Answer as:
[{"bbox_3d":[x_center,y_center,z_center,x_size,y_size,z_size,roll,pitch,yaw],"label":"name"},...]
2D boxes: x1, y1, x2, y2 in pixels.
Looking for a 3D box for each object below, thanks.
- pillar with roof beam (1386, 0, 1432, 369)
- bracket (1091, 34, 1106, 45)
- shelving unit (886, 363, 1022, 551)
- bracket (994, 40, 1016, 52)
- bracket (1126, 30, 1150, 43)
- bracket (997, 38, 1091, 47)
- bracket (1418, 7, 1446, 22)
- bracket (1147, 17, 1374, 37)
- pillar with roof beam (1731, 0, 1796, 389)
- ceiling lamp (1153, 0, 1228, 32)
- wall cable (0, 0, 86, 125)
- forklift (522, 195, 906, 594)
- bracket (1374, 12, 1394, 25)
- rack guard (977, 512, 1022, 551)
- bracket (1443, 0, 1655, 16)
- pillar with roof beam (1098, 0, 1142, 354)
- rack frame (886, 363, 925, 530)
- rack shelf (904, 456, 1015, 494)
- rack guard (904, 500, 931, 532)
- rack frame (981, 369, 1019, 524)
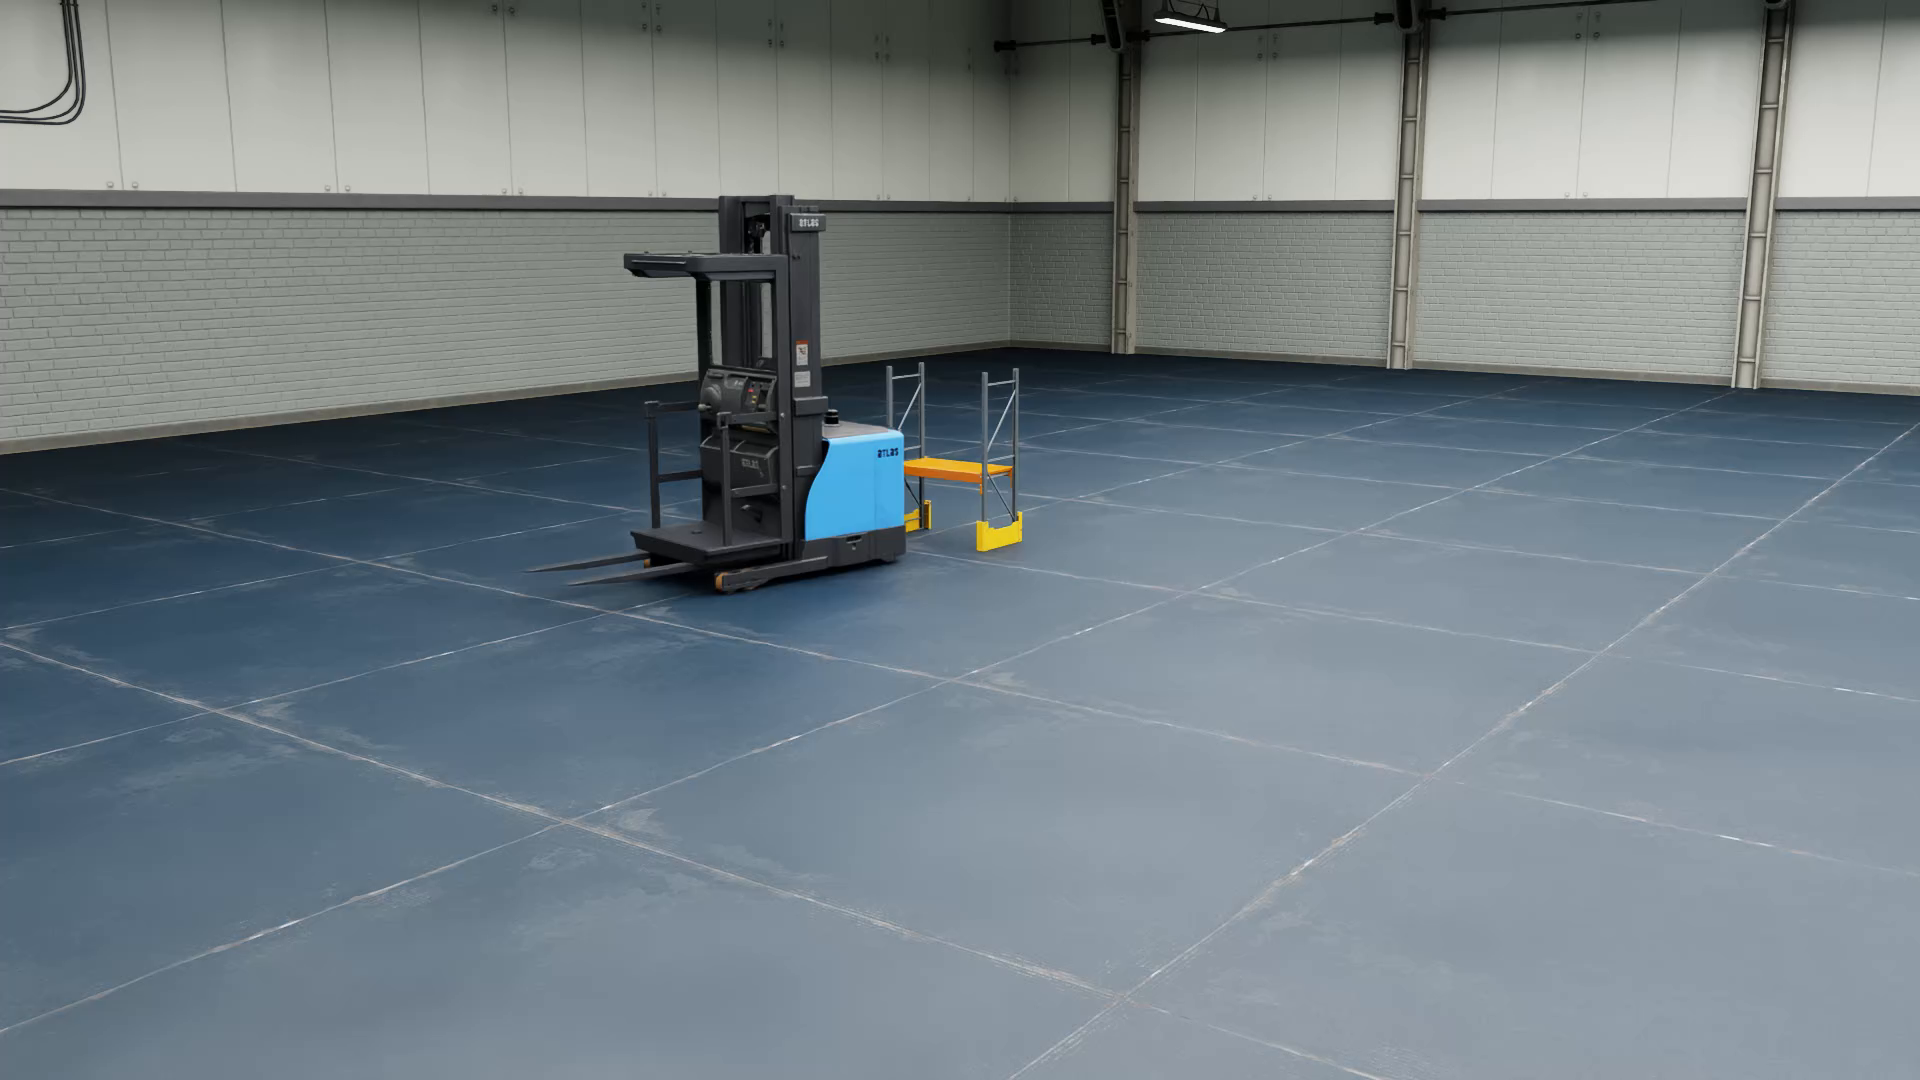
[{"bbox_3d":[5.688,-6.975,26.892,0.548,9.000,9.100,8,13,36],"label":"pillar with roof beam"},{"bbox_3d":[2.856,-10.068,33.404,0.430,0.232,0.235,8,13,36],"label":"bracket"},{"bbox_3d":[-0.061,-0.745,14.432,1.083,1.500,0.587,8,13,36],"label":"shelving unit"},{"bbox_3d":[0.945,-10.335,34.781,0.430,0.232,0.235,8,13,36],"label":"bracket"},{"bbox_3d":[3.525,-9.975,32.921,0.430,0.232,0.235,8,13,36],"label":"bracket"},{"bbox_3d":[1.421,-10.268,34.438,3.189,0.066,0.076,8,13,36],"label":"bracket"},{"bbox_3d":[8.361,-9.300,29.435,0.430,0.232,0.235,8,13,36],"label":"bracket"},{"bbox_3d":[5.601,-9.685,31.424,4.783,0.066,0.076,8,13,36],"label":"bracket"},{"bbox_3d":[10.524,-6.300,23.405,0.548,9.000,9.100,8,13,36],"label":"pillar with roof beam"},{"bbox_3d":[3.579,-9.981,27.060,0.800,3.185,2.000,8,13,36],"label":"ceiling lamp"},{"bbox_3d":[-11.205,-7.141,18.797,0.169,6.003,2.305,8,13,36],"label":"wall cable"},{"bbox_3d":[-1.871,-1.144,12.727,3.031,2.935,1.130,-10,15,-41],"label":"forklift"},{"bbox_3d":[7.692,-9.394,29.917,0.430,0.232,0.235,8,13,36],"label":"bracket"},{"bbox_3d":[0.340,-0.075,14.261,0.087,0.250,0.587,8,13,36],"label":"rack guard"},{"bbox_3d":[10.437,-9.011,27.937,4.783,0.066,0.076,8,13,36],"label":"bracket"},{"bbox_3d":[0.852,-7.650,30.379,0.548,9.000,9.100,8,13,36],"label":"pillar with roof beam"},{"bbox_3d":[-0.478,-0.803,14.732,0.032,1.500,0.500,8,13,36],"label":"rack frame"},{"bbox_3d":[-0.069,-0.569,14.471,1.000,0.185,0.538,8,13,36],"label":"rack shelf"},{"bbox_3d":[-0.463,-0.187,14.840,0.087,0.250,0.587,8,13,36],"label":"rack guard"},{"bbox_3d":[0.341,-0.689,14.141,0.032,1.500,0.500,8,13,36],"label":"rack frame"}]
